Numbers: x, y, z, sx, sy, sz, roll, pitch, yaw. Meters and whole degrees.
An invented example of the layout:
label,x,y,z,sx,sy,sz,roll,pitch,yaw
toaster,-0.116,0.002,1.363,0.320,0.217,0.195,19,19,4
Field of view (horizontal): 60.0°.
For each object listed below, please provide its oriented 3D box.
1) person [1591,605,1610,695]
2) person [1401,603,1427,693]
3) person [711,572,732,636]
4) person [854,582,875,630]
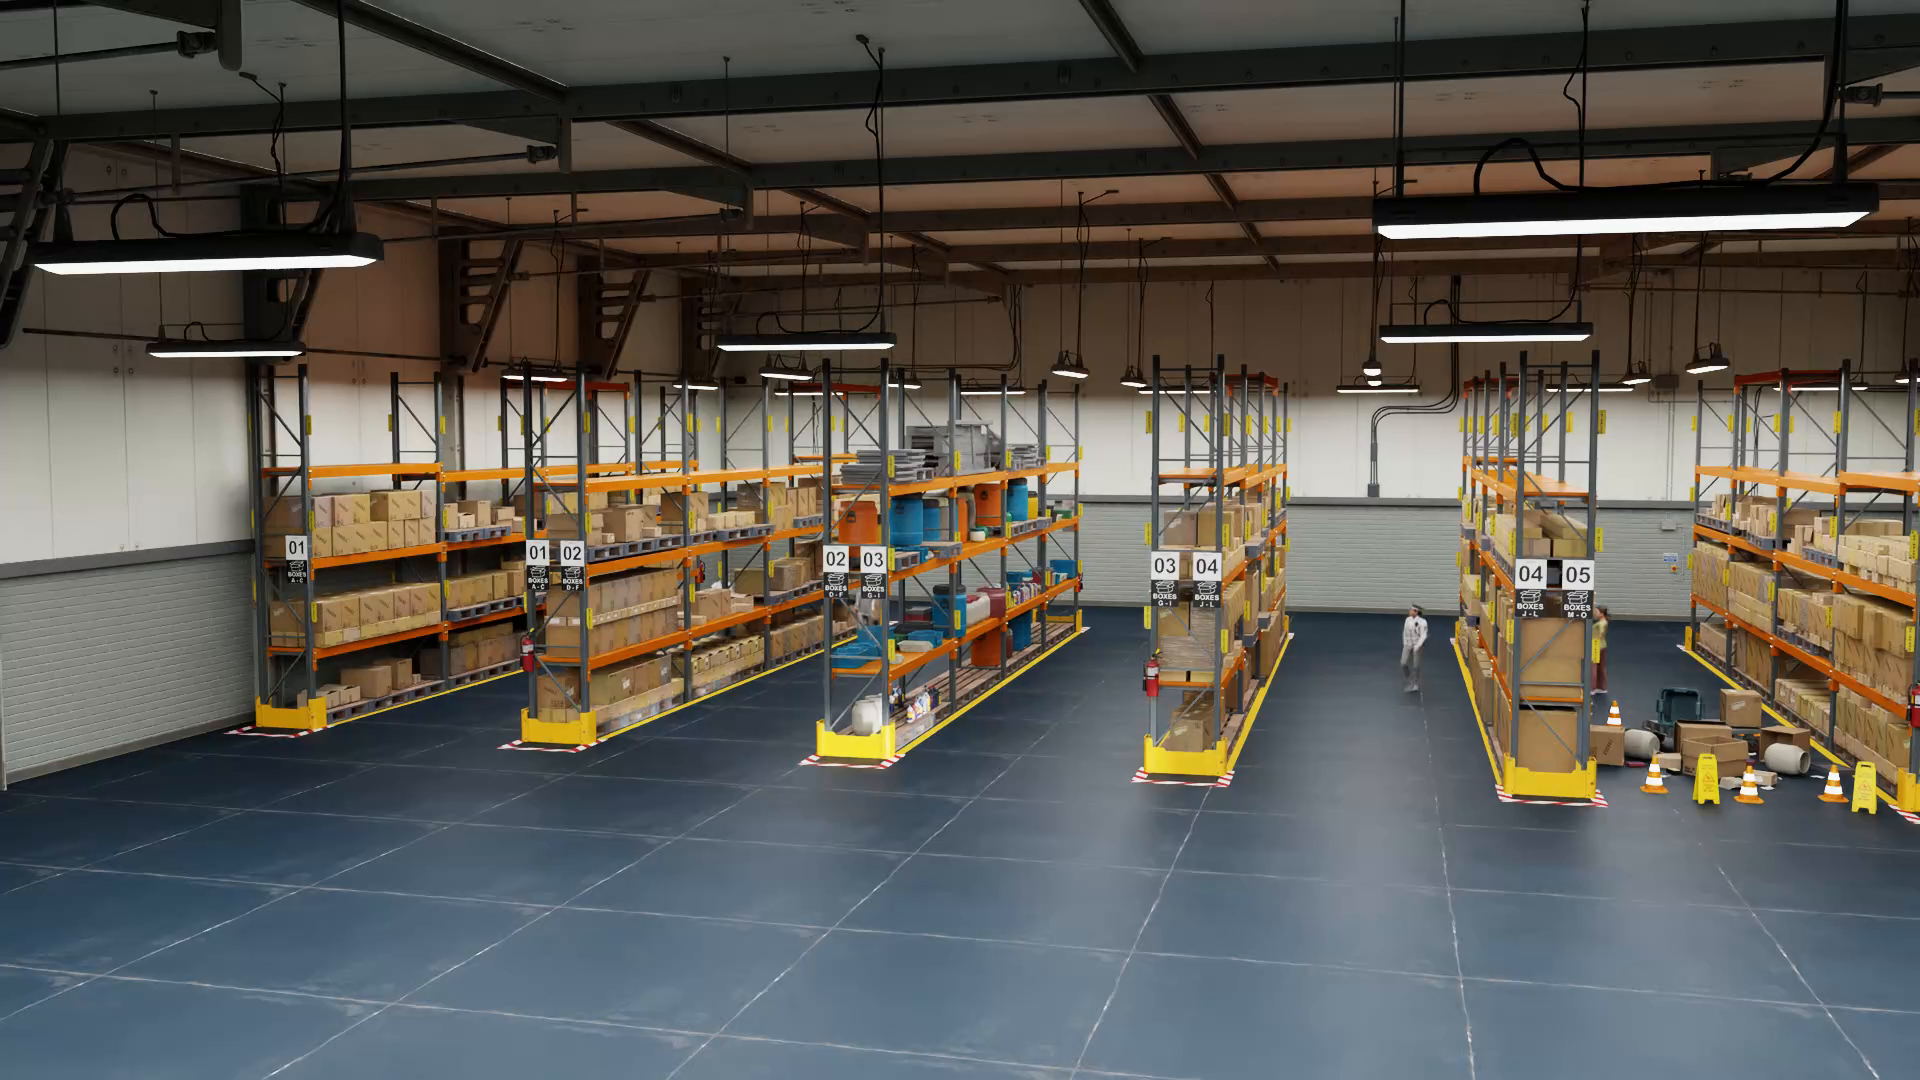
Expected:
label,x,y,z,sx,sy,sz,roll,pitch,yaw
person,11.841,2.046,30.949,0.444,1.678,0.533,4,6,44
person,8.513,2.024,31.158,0.450,1.702,0.639,2,4,23
person,-5.525,1.536,38.486,0.654,1.672,0.948,1,4,14
person,-2.117,1.660,37.067,0.478,1.548,0.796,1,4,10
